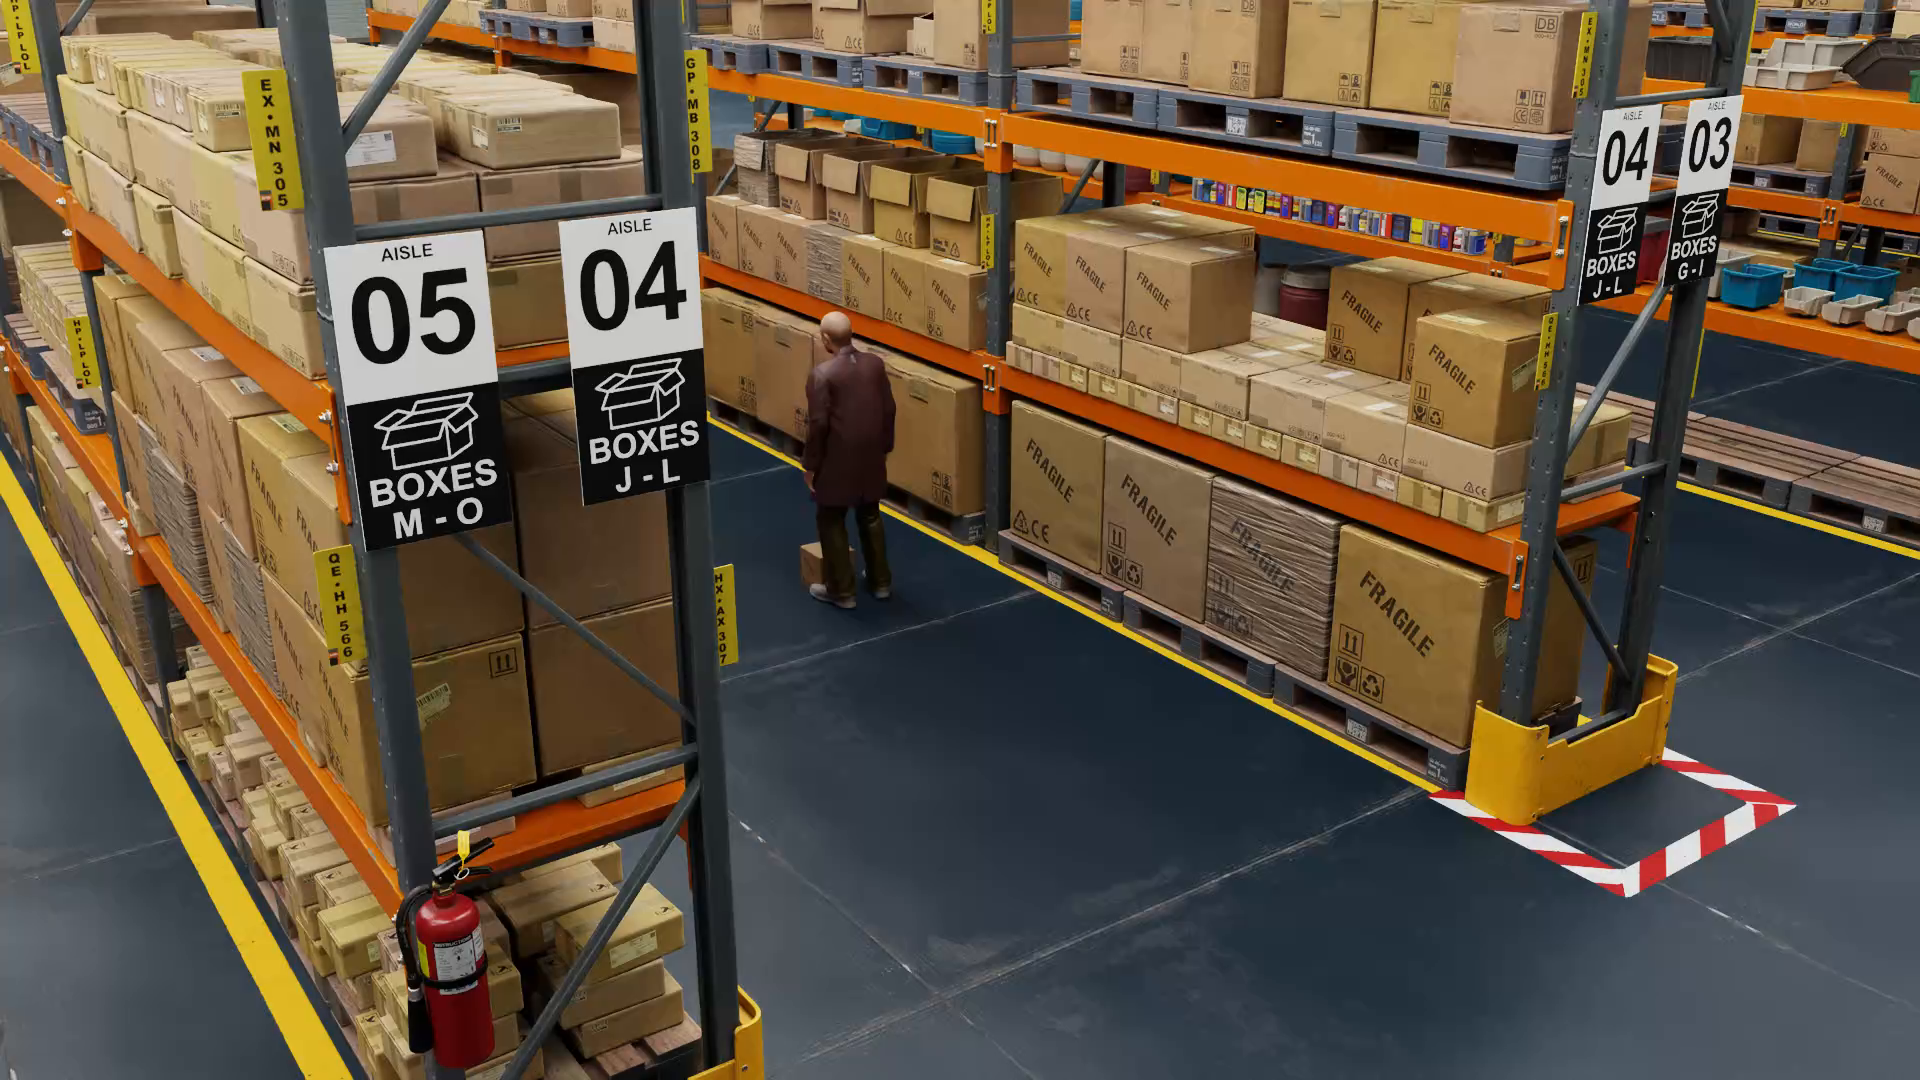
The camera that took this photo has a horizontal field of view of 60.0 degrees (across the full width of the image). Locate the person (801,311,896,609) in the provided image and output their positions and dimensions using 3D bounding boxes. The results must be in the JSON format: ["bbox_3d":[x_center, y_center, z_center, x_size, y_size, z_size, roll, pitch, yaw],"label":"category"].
[{"bbox_3d":[-0.665,-0.473,9.835,0.640,1.772,0.428,-16,26,-35],"label":"person"}]
